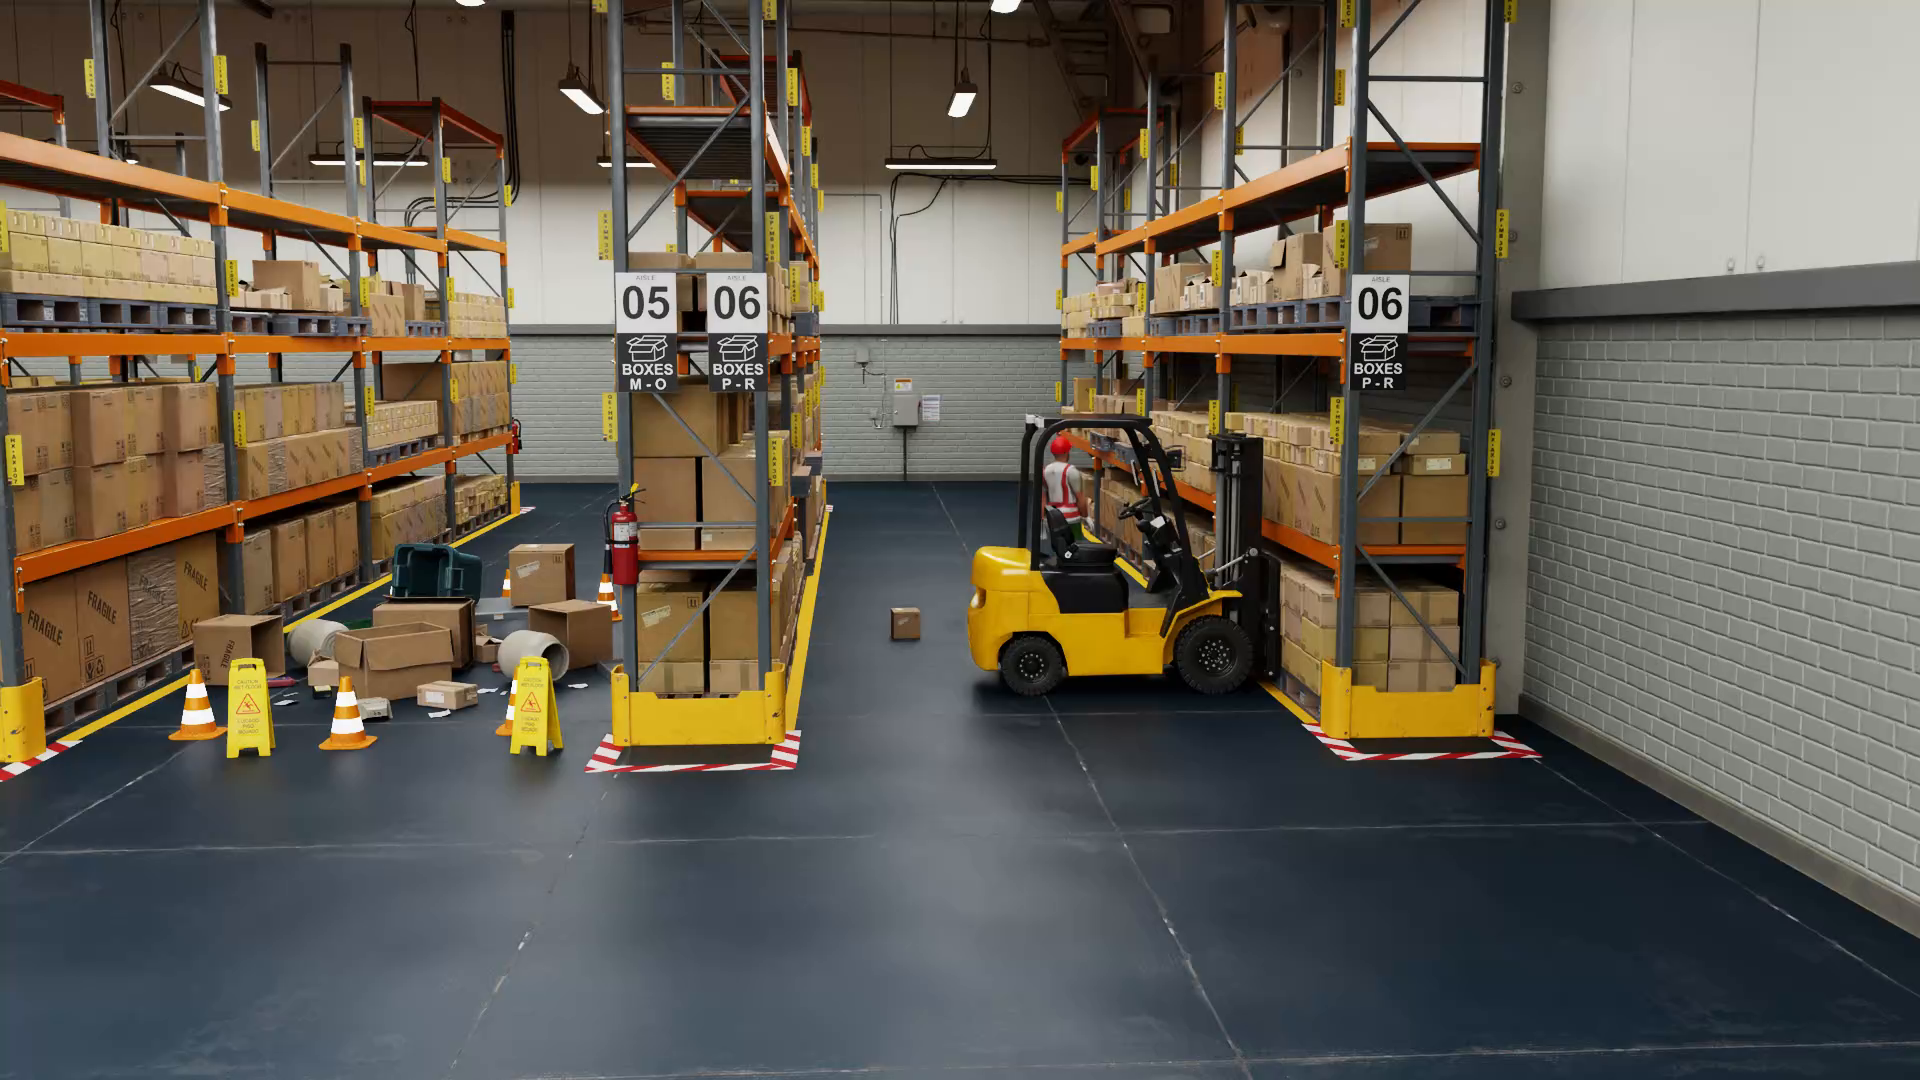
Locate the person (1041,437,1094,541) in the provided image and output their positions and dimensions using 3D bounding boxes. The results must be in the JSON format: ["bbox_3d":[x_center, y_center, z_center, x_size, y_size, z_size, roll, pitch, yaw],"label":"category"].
[{"bbox_3d":[1.083,-0.198,17.308,0.952,1.760,0.524,-6,9,-41],"label":"person"}]
